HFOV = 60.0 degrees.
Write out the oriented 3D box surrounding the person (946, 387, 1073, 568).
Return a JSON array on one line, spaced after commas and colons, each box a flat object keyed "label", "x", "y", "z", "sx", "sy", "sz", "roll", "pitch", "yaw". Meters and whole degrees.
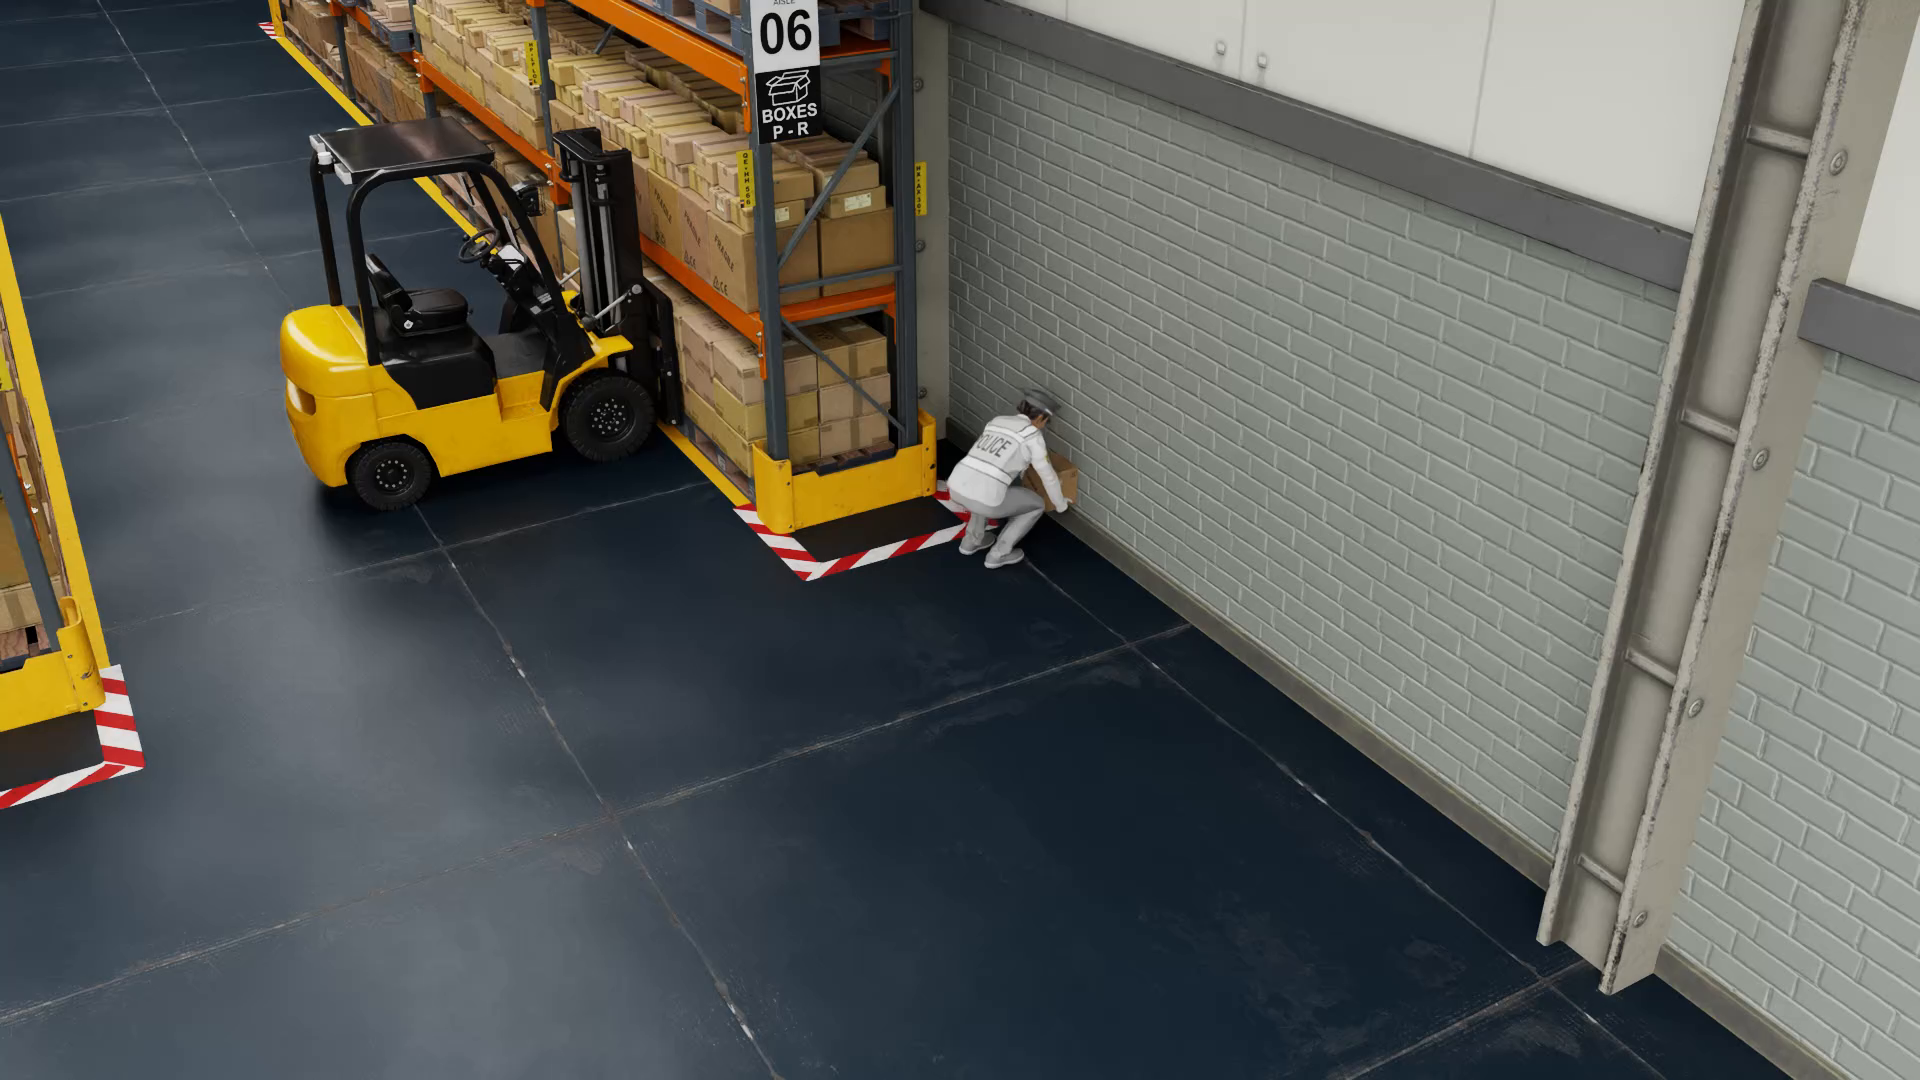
[{"label": "person", "x": 0.302, "y": -0.384, "z": 9.964, "sx": 0.887, "sy": 0.974, "sz": 0.458, "roll": -25, "pitch": 38, "yaw": -37}]
